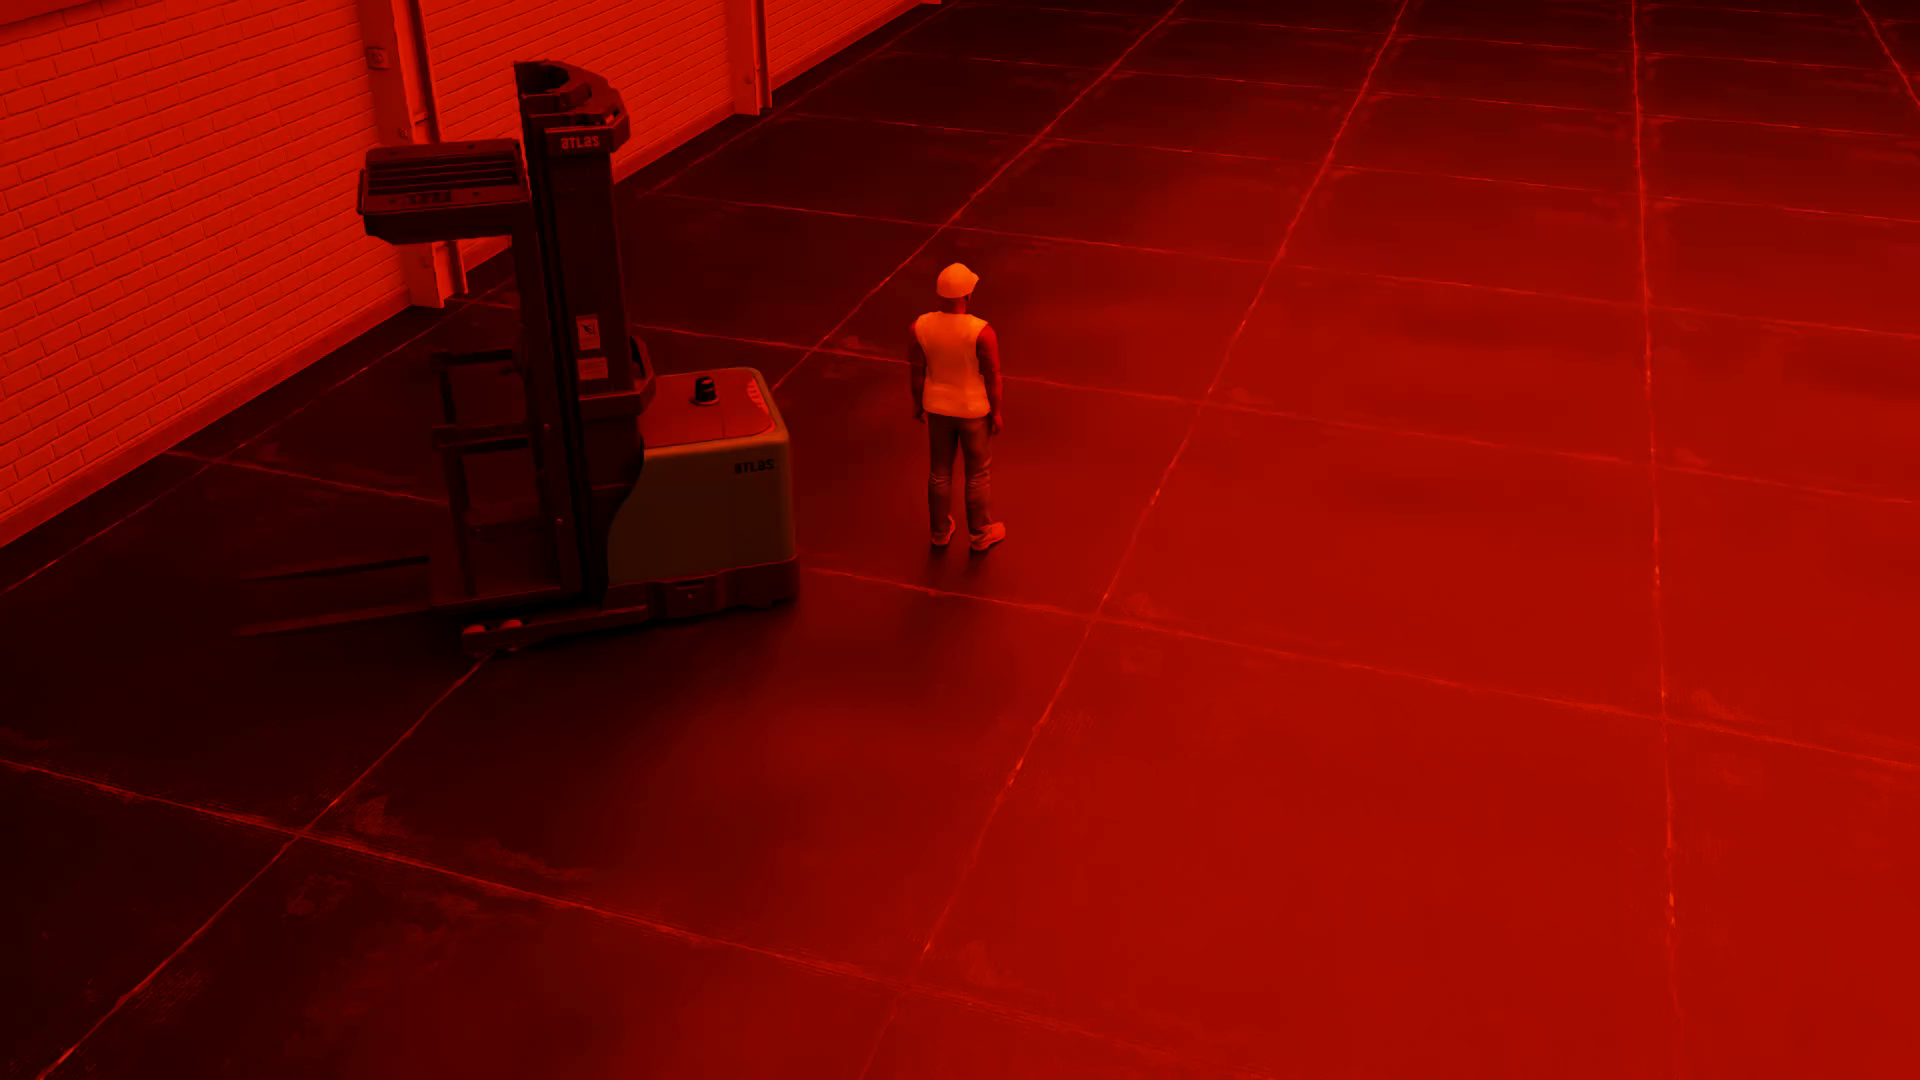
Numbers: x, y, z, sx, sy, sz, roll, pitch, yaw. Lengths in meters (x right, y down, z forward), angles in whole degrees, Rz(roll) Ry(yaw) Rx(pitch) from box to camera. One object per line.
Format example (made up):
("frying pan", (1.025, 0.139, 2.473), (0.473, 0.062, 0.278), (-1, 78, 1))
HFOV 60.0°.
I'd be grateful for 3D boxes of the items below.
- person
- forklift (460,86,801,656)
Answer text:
("person", (-0.009, -0.770, 9.664), (0.556, 1.770, 0.387), (10, 31, 16))
("forklift", (-1.956, -0.974, 8.934), (1.939, 2.843, 1.129), (-8, 31, -14))
